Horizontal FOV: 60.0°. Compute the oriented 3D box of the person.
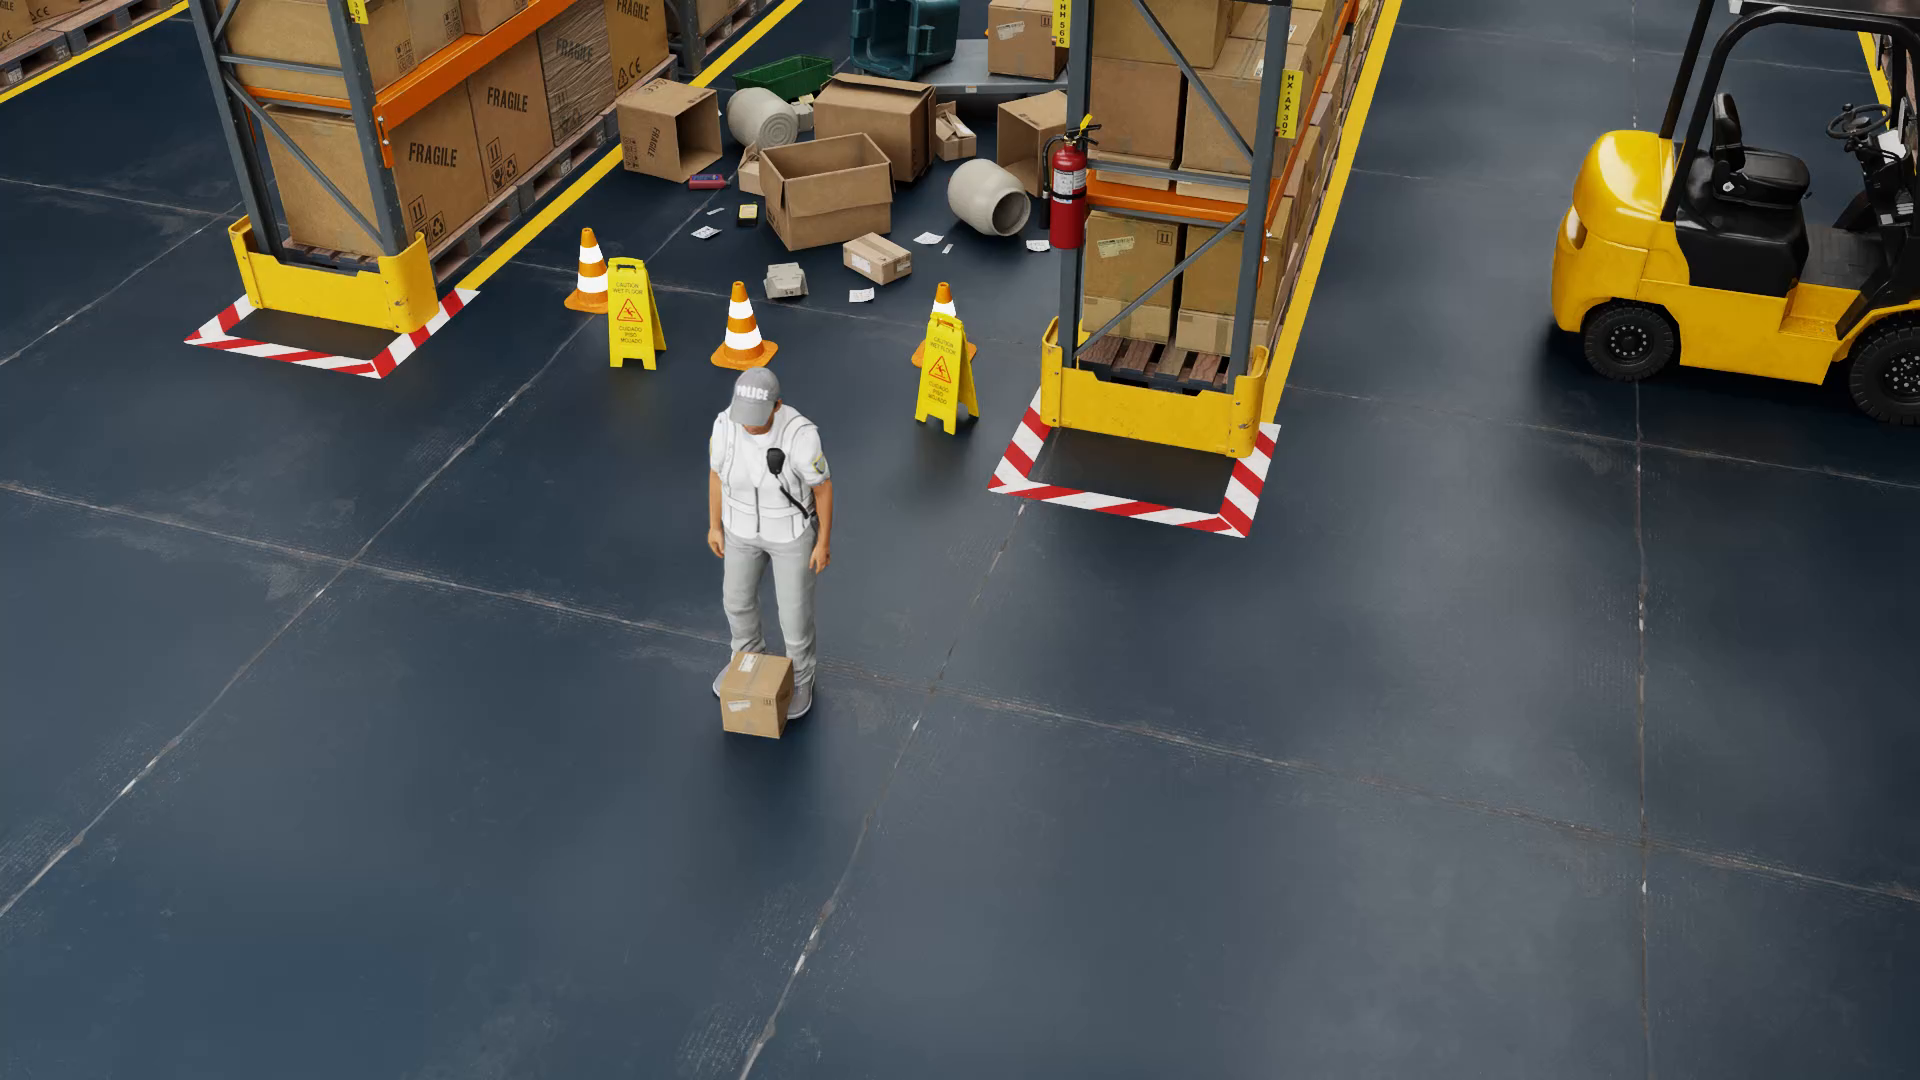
[{"bbox_3d":[-0.801,-0.021,6.912,0.561,1.667,0.465,9,38,12],"label":"person"}]
